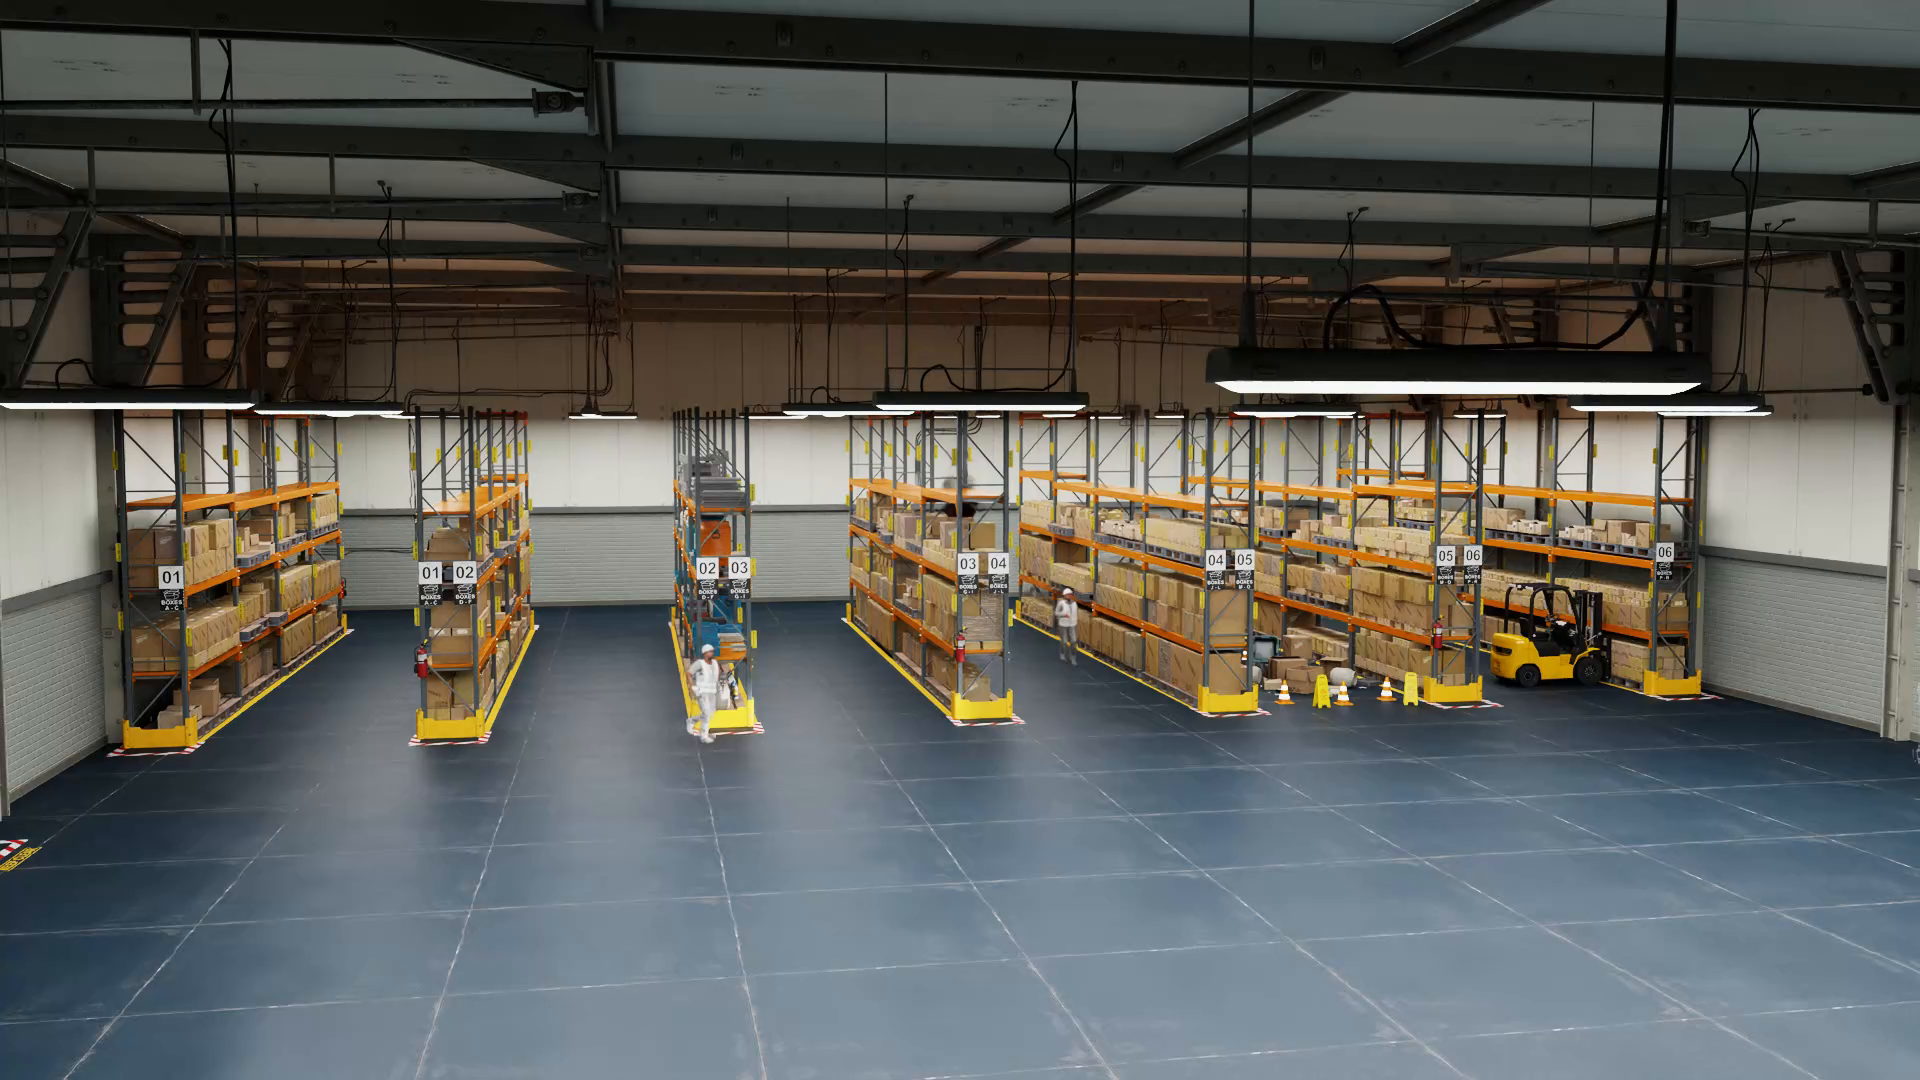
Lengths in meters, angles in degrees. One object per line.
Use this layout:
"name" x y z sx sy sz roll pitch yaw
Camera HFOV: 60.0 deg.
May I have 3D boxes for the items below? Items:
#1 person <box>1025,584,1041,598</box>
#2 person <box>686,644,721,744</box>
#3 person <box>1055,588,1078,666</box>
"person" 2.269 1.310 49.999 0.624 1.741 0.686 -1 4 -12
"person" -4.580 2.739 29.827 0.773 1.735 0.731 3 5 35
"person" 2.531 2.054 39.326 0.637 1.833 0.779 -1 4 -12
